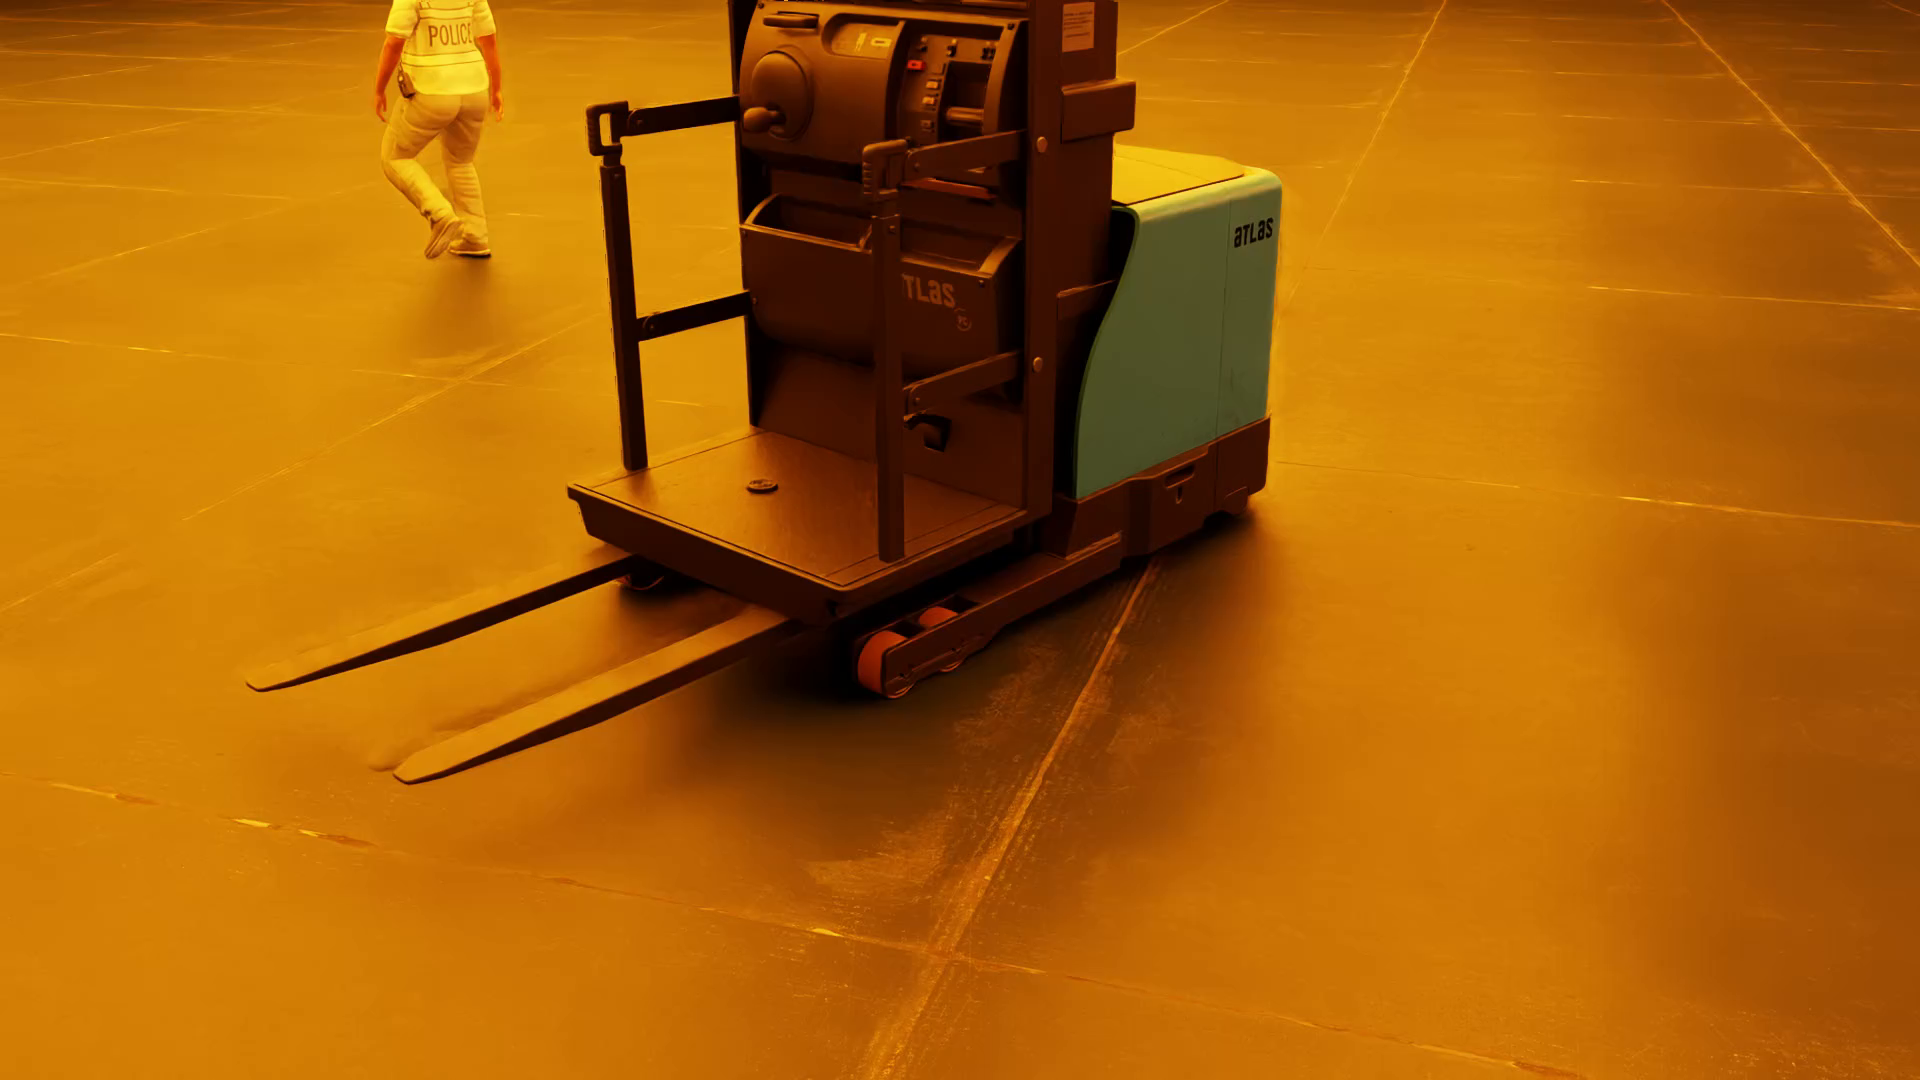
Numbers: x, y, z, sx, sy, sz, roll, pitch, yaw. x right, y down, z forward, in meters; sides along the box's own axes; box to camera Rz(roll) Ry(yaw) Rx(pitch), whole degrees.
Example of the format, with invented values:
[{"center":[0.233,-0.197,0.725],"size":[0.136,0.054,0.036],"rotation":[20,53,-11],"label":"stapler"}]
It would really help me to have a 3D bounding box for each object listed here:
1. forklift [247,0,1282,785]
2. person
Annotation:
[{"center":[-0.364,-1.176,4.128],"size":[1.130,2.935,3.031],"rotation":[19,29,38],"label":"forklift"},{"center":[-2.646,-2.243,8.406],"size":[0.463,1.645,0.636],"rotation":[15,27,33],"label":"person"}]
